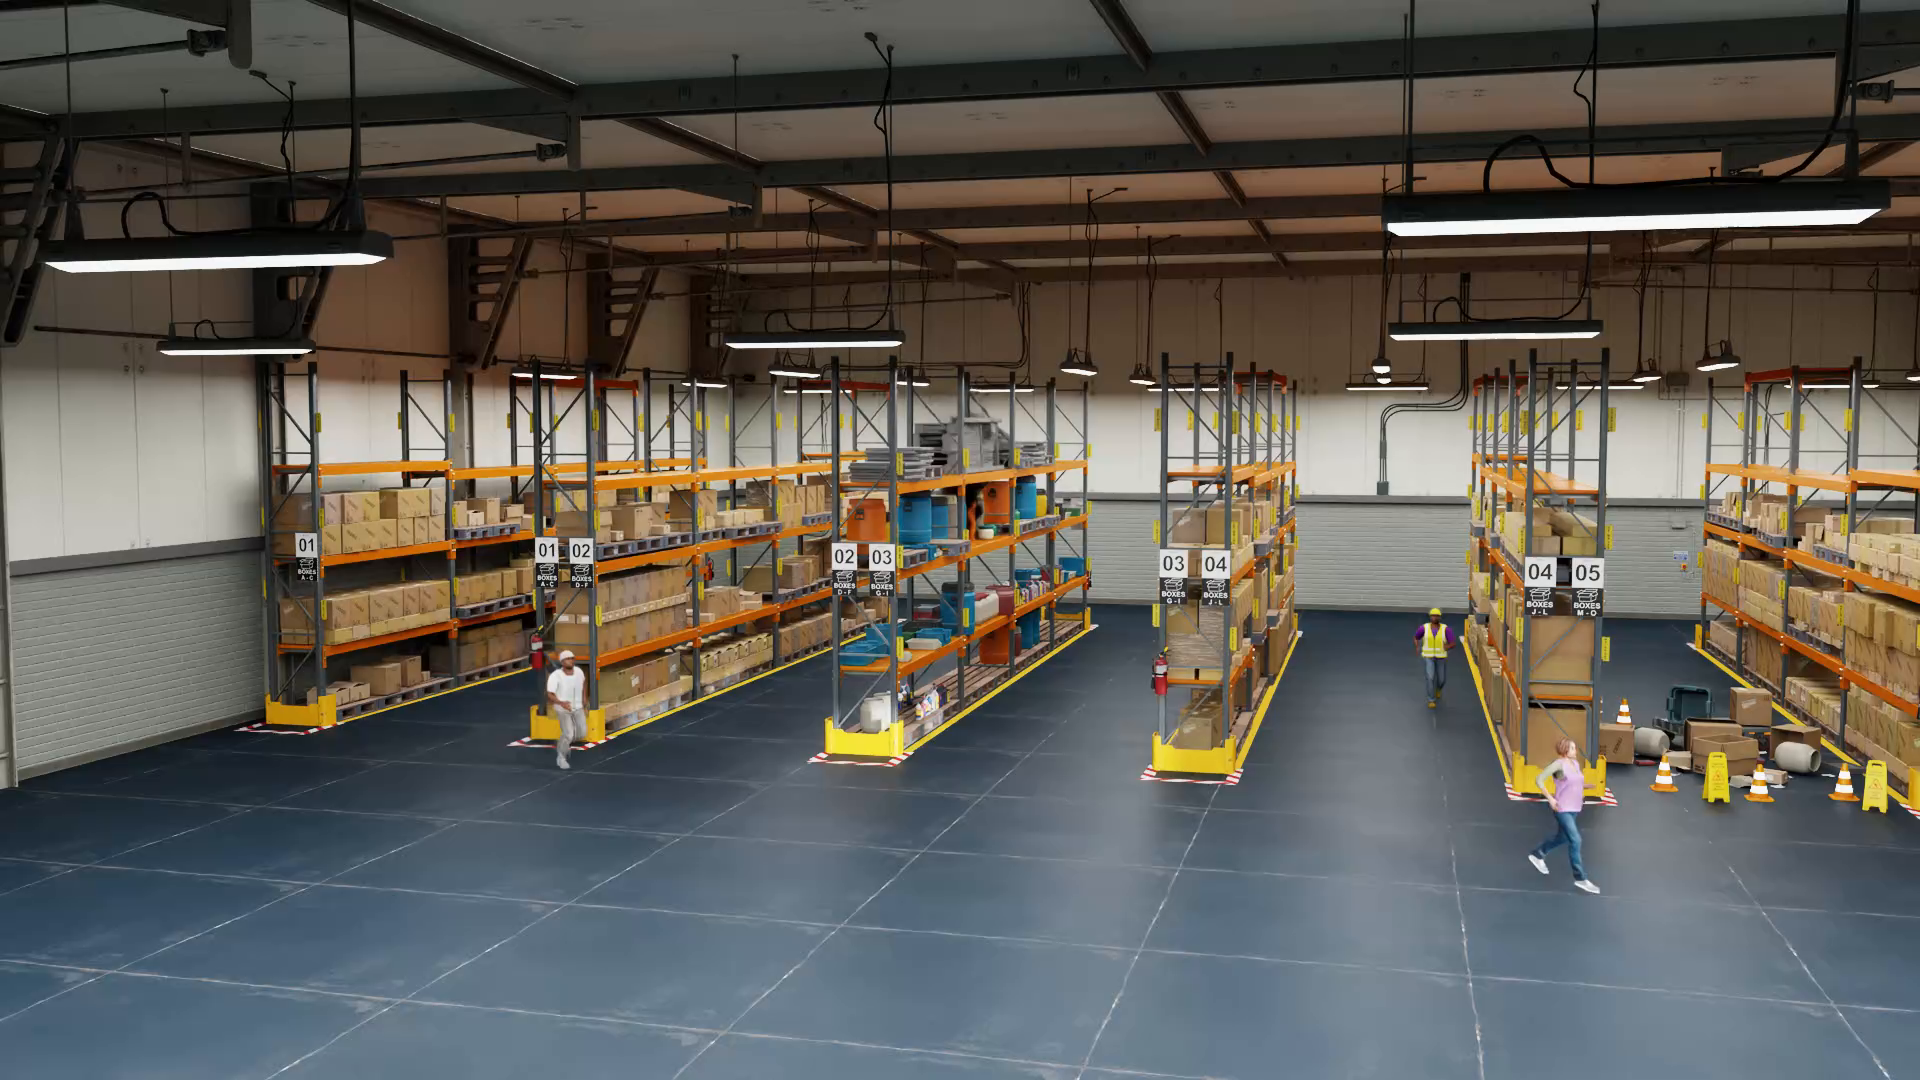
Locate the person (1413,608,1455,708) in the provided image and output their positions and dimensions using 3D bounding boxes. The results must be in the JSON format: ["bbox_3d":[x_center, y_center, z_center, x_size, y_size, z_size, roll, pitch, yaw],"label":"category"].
[{"bbox_3d":[8.364,2.072,29.337,0.714,1.739,0.846,1,4,13],"label":"person"}]

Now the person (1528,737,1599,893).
[{"bbox_3d":[6.513,2.920,17.919,0.531,1.596,0.878,-4,5,-41],"label":"person"}]

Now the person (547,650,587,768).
[{"bbox_3d":[-5.665,2.451,24.144,0.644,1.725,0.726,4,6,43],"label":"person"}]
